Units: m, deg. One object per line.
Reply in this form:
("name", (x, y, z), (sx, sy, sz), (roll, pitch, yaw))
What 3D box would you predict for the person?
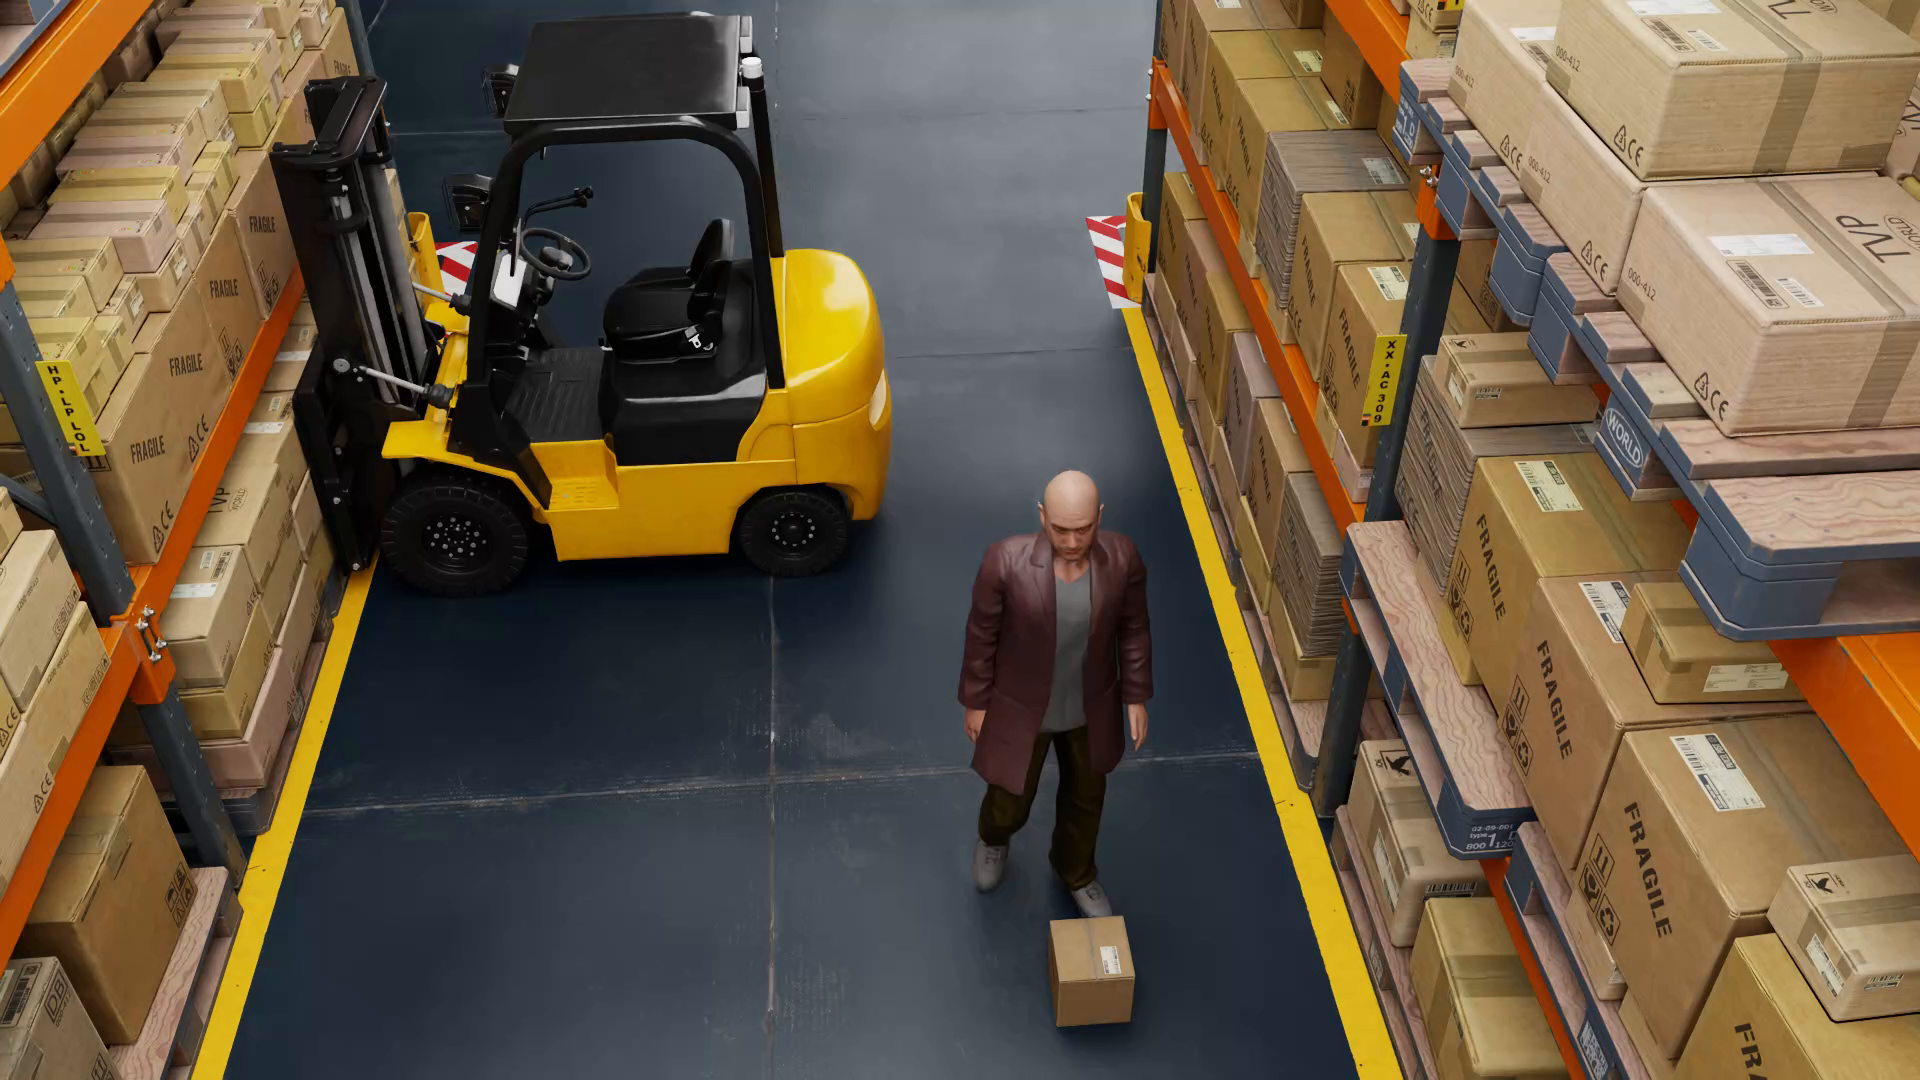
("person", (0.314, 0.539, 5.456), (0.640, 1.798, 0.571), (-9, 39, -11))
